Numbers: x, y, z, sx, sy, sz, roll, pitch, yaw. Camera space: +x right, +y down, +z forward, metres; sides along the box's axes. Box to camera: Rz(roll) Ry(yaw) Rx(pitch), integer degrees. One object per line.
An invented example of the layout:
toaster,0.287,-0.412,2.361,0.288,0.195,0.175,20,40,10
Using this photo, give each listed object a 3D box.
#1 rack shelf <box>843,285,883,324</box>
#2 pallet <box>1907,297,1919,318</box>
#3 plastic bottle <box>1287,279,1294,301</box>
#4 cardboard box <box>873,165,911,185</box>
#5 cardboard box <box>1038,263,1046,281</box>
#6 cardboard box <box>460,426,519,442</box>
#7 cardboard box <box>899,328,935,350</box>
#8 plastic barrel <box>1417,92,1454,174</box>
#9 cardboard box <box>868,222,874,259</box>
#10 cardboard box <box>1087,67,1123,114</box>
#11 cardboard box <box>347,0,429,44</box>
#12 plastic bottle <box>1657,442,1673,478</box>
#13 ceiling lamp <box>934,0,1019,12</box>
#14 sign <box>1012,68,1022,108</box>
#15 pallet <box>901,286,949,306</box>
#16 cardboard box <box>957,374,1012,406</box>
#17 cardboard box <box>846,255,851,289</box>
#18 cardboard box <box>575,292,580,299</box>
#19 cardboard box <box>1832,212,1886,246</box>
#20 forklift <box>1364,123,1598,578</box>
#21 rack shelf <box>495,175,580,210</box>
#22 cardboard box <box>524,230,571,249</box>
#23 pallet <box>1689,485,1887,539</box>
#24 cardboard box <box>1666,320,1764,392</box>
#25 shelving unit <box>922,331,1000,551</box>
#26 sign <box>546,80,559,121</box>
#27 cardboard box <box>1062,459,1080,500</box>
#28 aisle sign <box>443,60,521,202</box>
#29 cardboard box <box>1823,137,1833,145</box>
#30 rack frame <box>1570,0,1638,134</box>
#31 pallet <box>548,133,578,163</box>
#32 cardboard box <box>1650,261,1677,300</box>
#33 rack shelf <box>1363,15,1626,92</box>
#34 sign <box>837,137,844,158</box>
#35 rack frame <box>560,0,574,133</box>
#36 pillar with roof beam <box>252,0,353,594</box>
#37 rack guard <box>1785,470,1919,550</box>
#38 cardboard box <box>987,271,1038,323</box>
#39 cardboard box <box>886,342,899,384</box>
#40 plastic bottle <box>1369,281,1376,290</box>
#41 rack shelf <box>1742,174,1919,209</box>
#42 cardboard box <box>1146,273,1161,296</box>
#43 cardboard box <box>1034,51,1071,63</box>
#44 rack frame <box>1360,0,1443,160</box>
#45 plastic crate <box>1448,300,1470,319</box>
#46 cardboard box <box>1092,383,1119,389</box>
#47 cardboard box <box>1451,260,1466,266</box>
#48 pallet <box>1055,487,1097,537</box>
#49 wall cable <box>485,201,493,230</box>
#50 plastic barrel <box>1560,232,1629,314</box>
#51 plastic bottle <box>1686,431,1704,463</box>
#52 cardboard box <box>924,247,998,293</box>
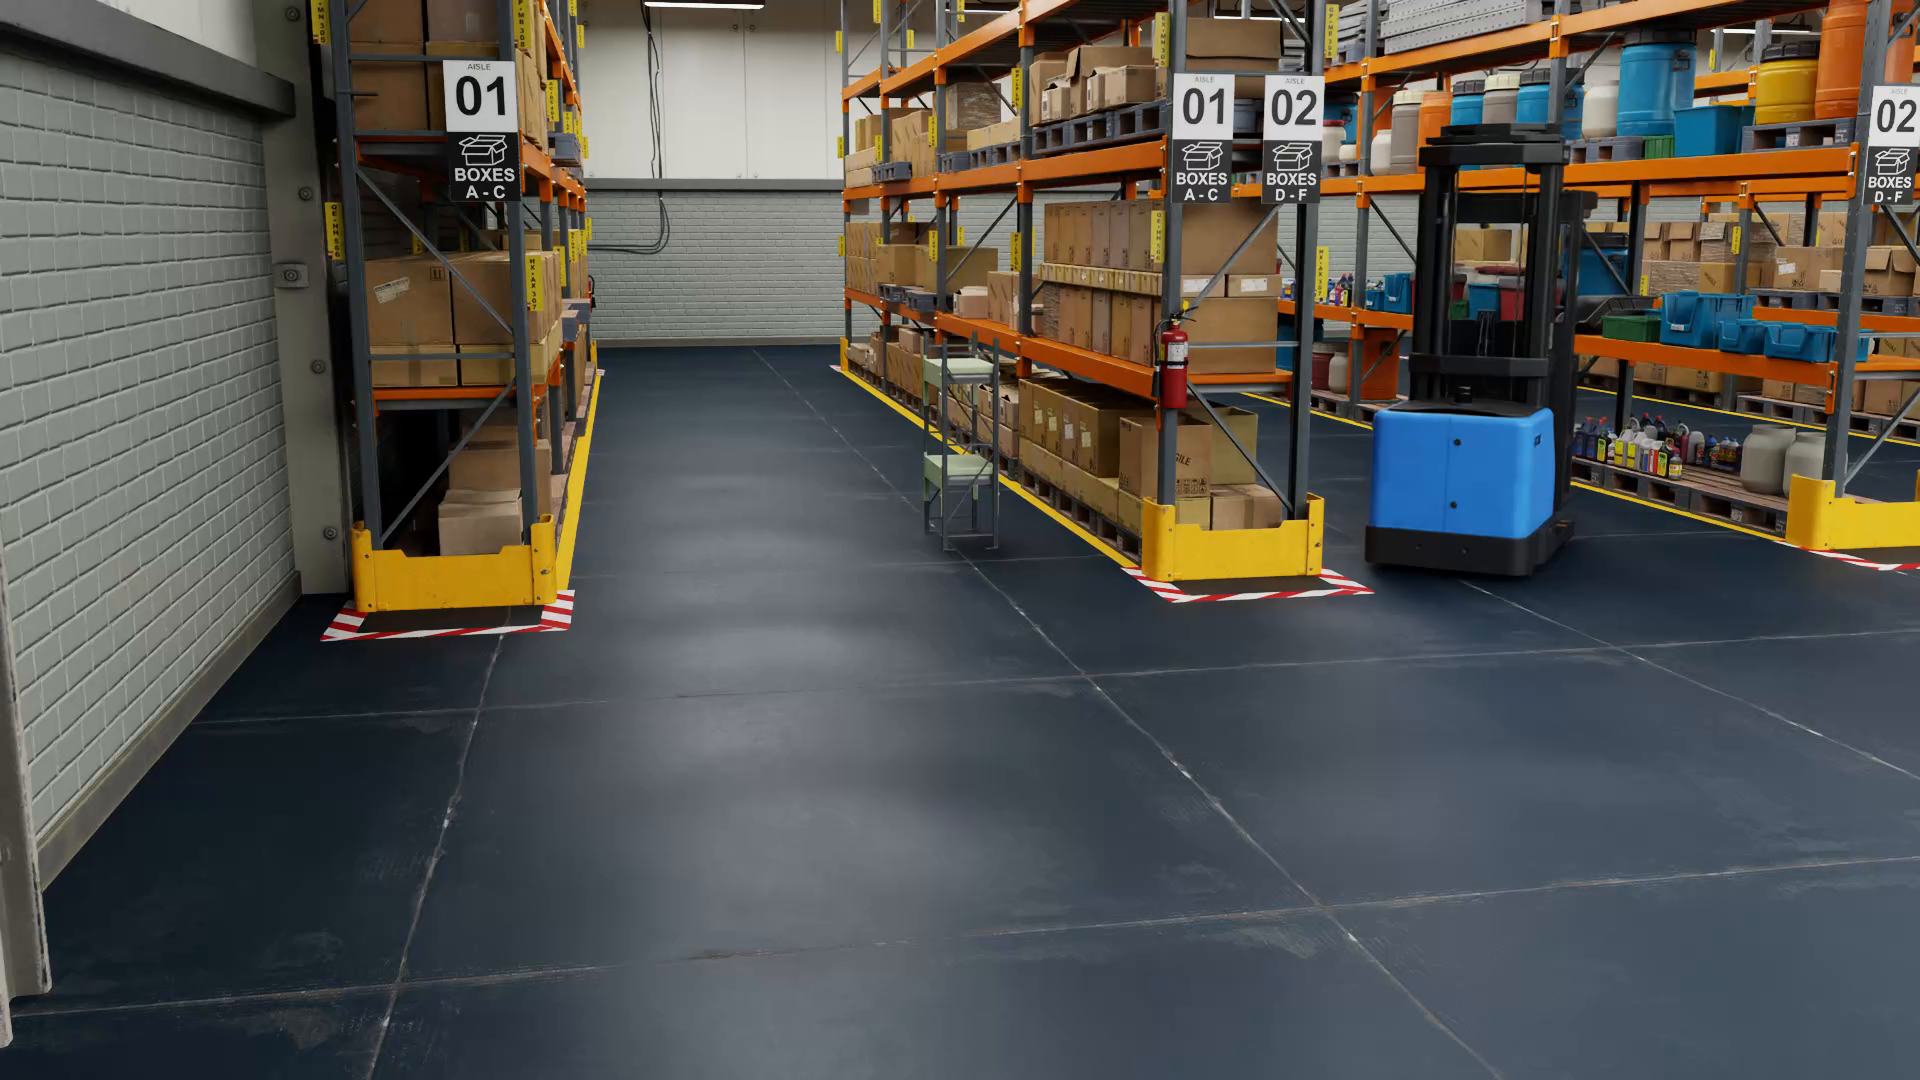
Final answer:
rack shelf,-0.925,-3.474,24.349,1.077,0.370,4.000,-2,11,-11
pallet,10.731,-2.404,17.317,1.003,0.211,1.213,-2,11,-11
plastic bottle,4.279,-3.225,21.464,0.097,0.271,0.097,0,11,0
cardboard box,-0.892,-4.940,22.505,0.500,0.250,0.500,-2,11,-11
cardboard box,0.882,-2.304,14.279,0.380,0.149,0.250,-2,11,-11
cardboard box,-3.598,-0.611,12.895,0.500,0.500,0.500,-3,11,-15
cardboard box,-0.487,-2.536,21.000,0.500,0.250,0.500,-2,11,-11
plastic barrel,5.175,-4.312,17.659,0.600,0.830,0.708,-2,11,-11
cardboard box,-0.991,-4.178,23.182,0.500,0.500,0.500,-2,11,-12
cardboard box,1.207,-3.268,12.061,0.500,0.311,0.500,-1,11,-4
cardboard box,-3.401,-3.172,9.821,0.500,0.500,0.500,-2,11,-8
plastic bottle,5.829,-0.662,13.741,0.061,0.283,0.133,-2,11,-10
ceiling lamp,0.618,-10.591,28.163,2.000,3.185,0.800,-2,11,-11
sign,0.489,-3.854,14.174,0.100,0.325,0.005,-2,11,-11
pallet,-0.141,-2.989,20.391,1.003,0.211,1.213,-2,11,-11
cardboard box,0.263,-1.561,17.108,0.500,0.311,0.500,-2,11,-13
cardboard box,-1.487,-4.152,25.721,0.500,0.500,0.500,-2,11,-10
cardboard box,-4.864,-2.973,20.414,0.380,0.149,0.250,-2,11,-11
cardboard box,13.710,-4.744,25.364,0.500,0.500,0.500,-3,11,-13
forklift,3.843,-1.428,11.861,1.130,2.935,3.031,6,12,28
rack shelf,-5.006,-4.033,19.264,1.077,0.370,4.000,-2,11,-11
cardboard box,-4.458,-3.217,17.955,0.500,0.250,0.500,-2,11,-10
pallet,6.443,-0.230,12.842,1.003,0.211,1.213,-2,11,-11
cardboard box,9.846,-2.376,21.217,1.225,0.875,0.875,-3,11,-14
shelving unit,0.001,-0.736,12.050,0.431,1.500,0.755,-2,11,-11
sign,-3.308,-3.561,13.477,0.100,0.325,0.005,-2,11,-11
cardboard box,1.100,-0.477,12.912,0.500,0.250,0.500,-2,11,-11
aisle sign,-2.753,-2.353,9.586,0.394,0.787,0.004,-2,11,-11
cardboard box,9.998,-4.574,18.577,0.500,0.500,0.500,-2,11,-13
rack frame,9.181,-6.767,23.682,1.000,3.000,0.127,-2,11,-11
pallet,-3.854,-3.311,14.047,1.213,0.211,1.003,-2,11,-11
cardboard box,9.425,-3.404,21.789,0.500,0.500,0.500,-2,11,-13
rack shelf,5.490,-4.936,17.059,1.077,0.370,4.000,-2,11,-11
sign,-1.847,-6.077,25.742,0.100,0.325,0.005,-2,11,-11
rack frame,-5.395,-6.227,20.843,1.000,3.000,0.127,-2,11,-11
pillar with roof beam,0.177,-4.279,10.612,9.100,9.000,0.400,-2,11,-11
rack guard,6.596,-0.223,12.032,1.175,0.500,0.348,-2,11,-11
cardboard box,0.584,-2.469,16.877,0.500,0.500,0.500,-3,11,-14
cardboard box,-0.681,-2.351,22.034,0.500,0.500,0.500,-3,11,-14
plastic bottle,5.177,-3.108,20.847,0.097,0.271,0.097,0,11,0
rack shelf,10.348,-3.840,18.248,1.077,0.370,4.000,-2,11,-11
cardboard box,1.484,-1.738,11.305,0.380,0.149,0.250,-2,11,-10
cardboard box,0.938,-4.082,14.871,0.500,0.500,0.500,-2,11,-10
rack frame,5.101,-5.853,18.881,1.000,3.000,0.127,-2,11,-11
plastic crate,5.263,-2.377,17.232,0.450,0.188,0.662,-2,11,-11
cardboard box,1.410,-1.048,13.904,0.500,0.500,0.500,-2,11,-11
cardboard box,8.340,-4.433,27.070,0.500,0.250,0.500,-2,11,-12
pallet,1.374,-0.252,12.954,1.003,0.211,1.213,-2,11,-11
wall cable,-7.350,-4.713,26.217,0.084,1.984,1.851,-2,11,-11
plastic barrel,6.101,-2.501,15.971,0.600,0.901,0.708,-2,11,-11
plastic bottle,6.415,-0.819,14.583,0.152,0.276,0.135,-2,11,-10
cardboard box,0.009,-3.093,19.036,0.700,0.500,0.500,-6,12,-30
